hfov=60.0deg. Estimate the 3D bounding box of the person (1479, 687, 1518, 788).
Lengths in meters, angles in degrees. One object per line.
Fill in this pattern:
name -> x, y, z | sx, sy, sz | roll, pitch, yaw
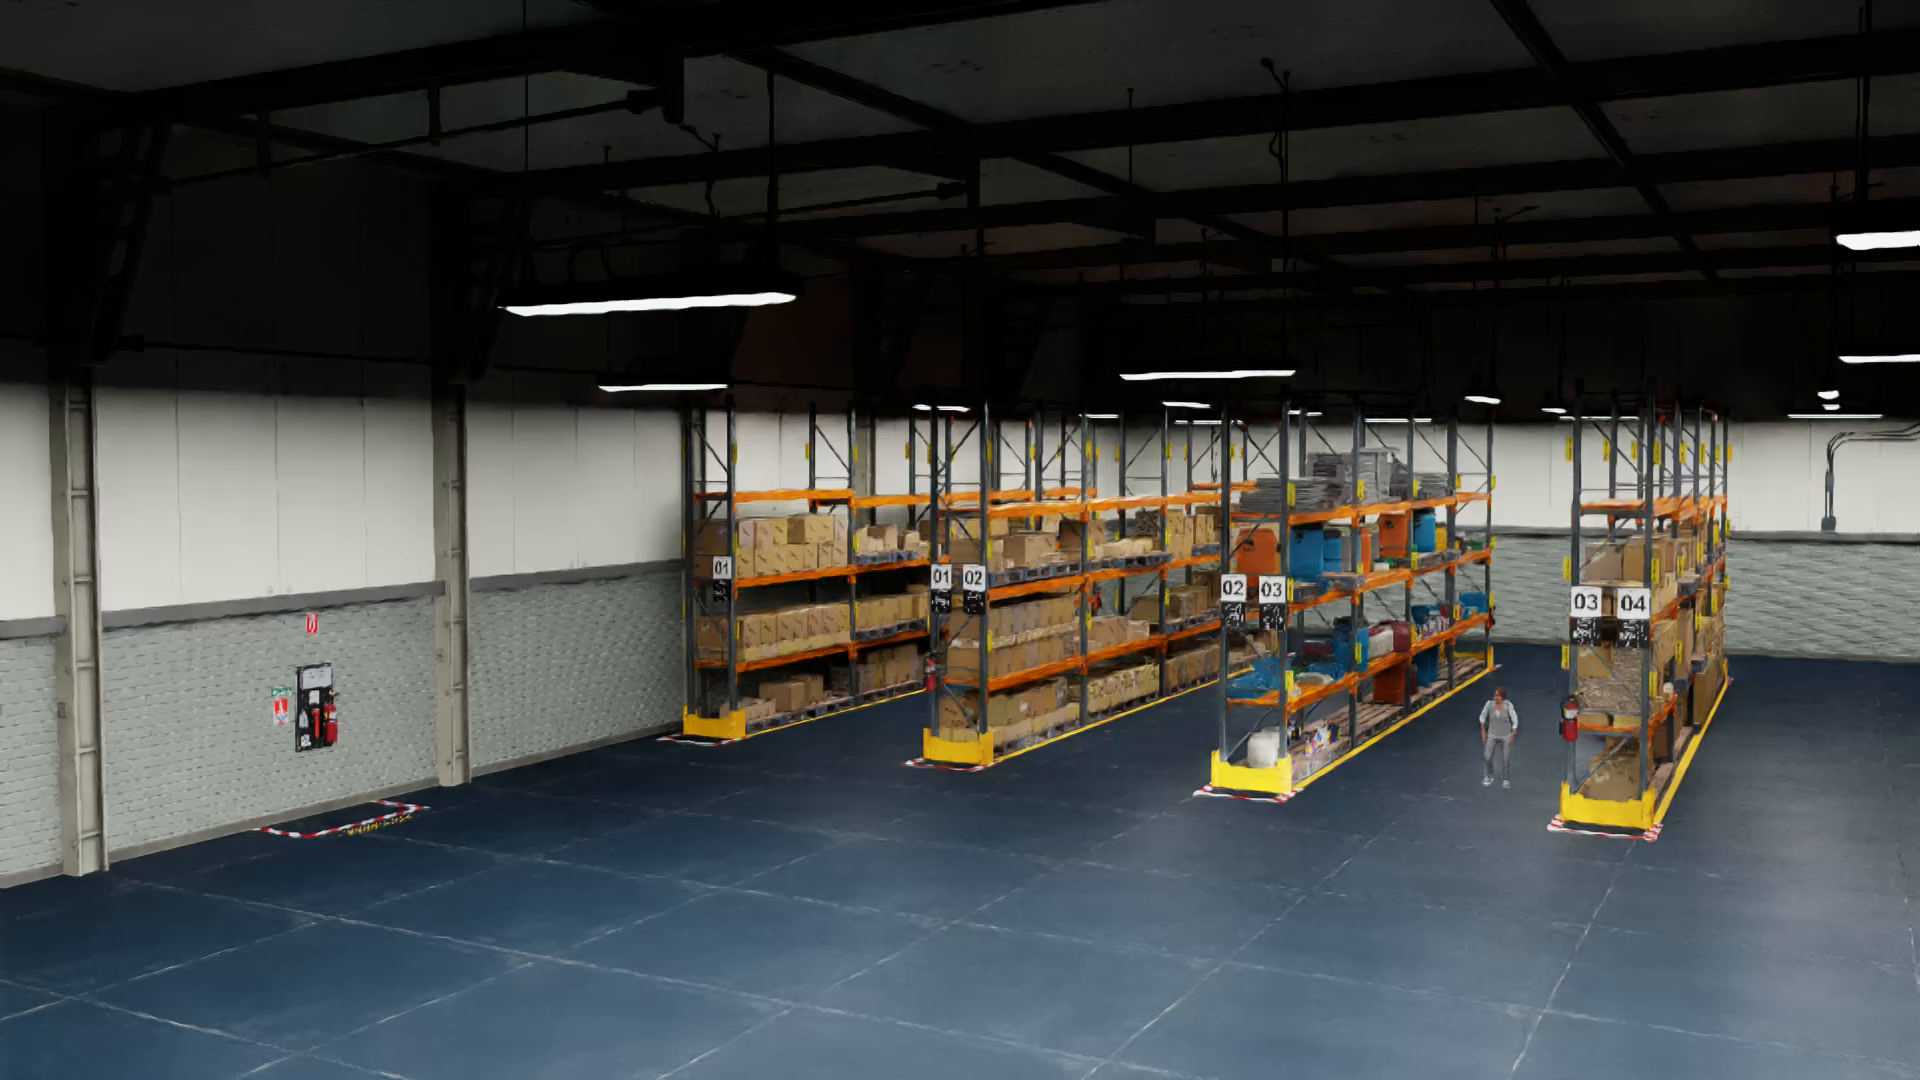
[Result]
person -> 8.037, 2.931, 24.816 | 0.566, 1.541, 0.519 | 1, 3, 25
